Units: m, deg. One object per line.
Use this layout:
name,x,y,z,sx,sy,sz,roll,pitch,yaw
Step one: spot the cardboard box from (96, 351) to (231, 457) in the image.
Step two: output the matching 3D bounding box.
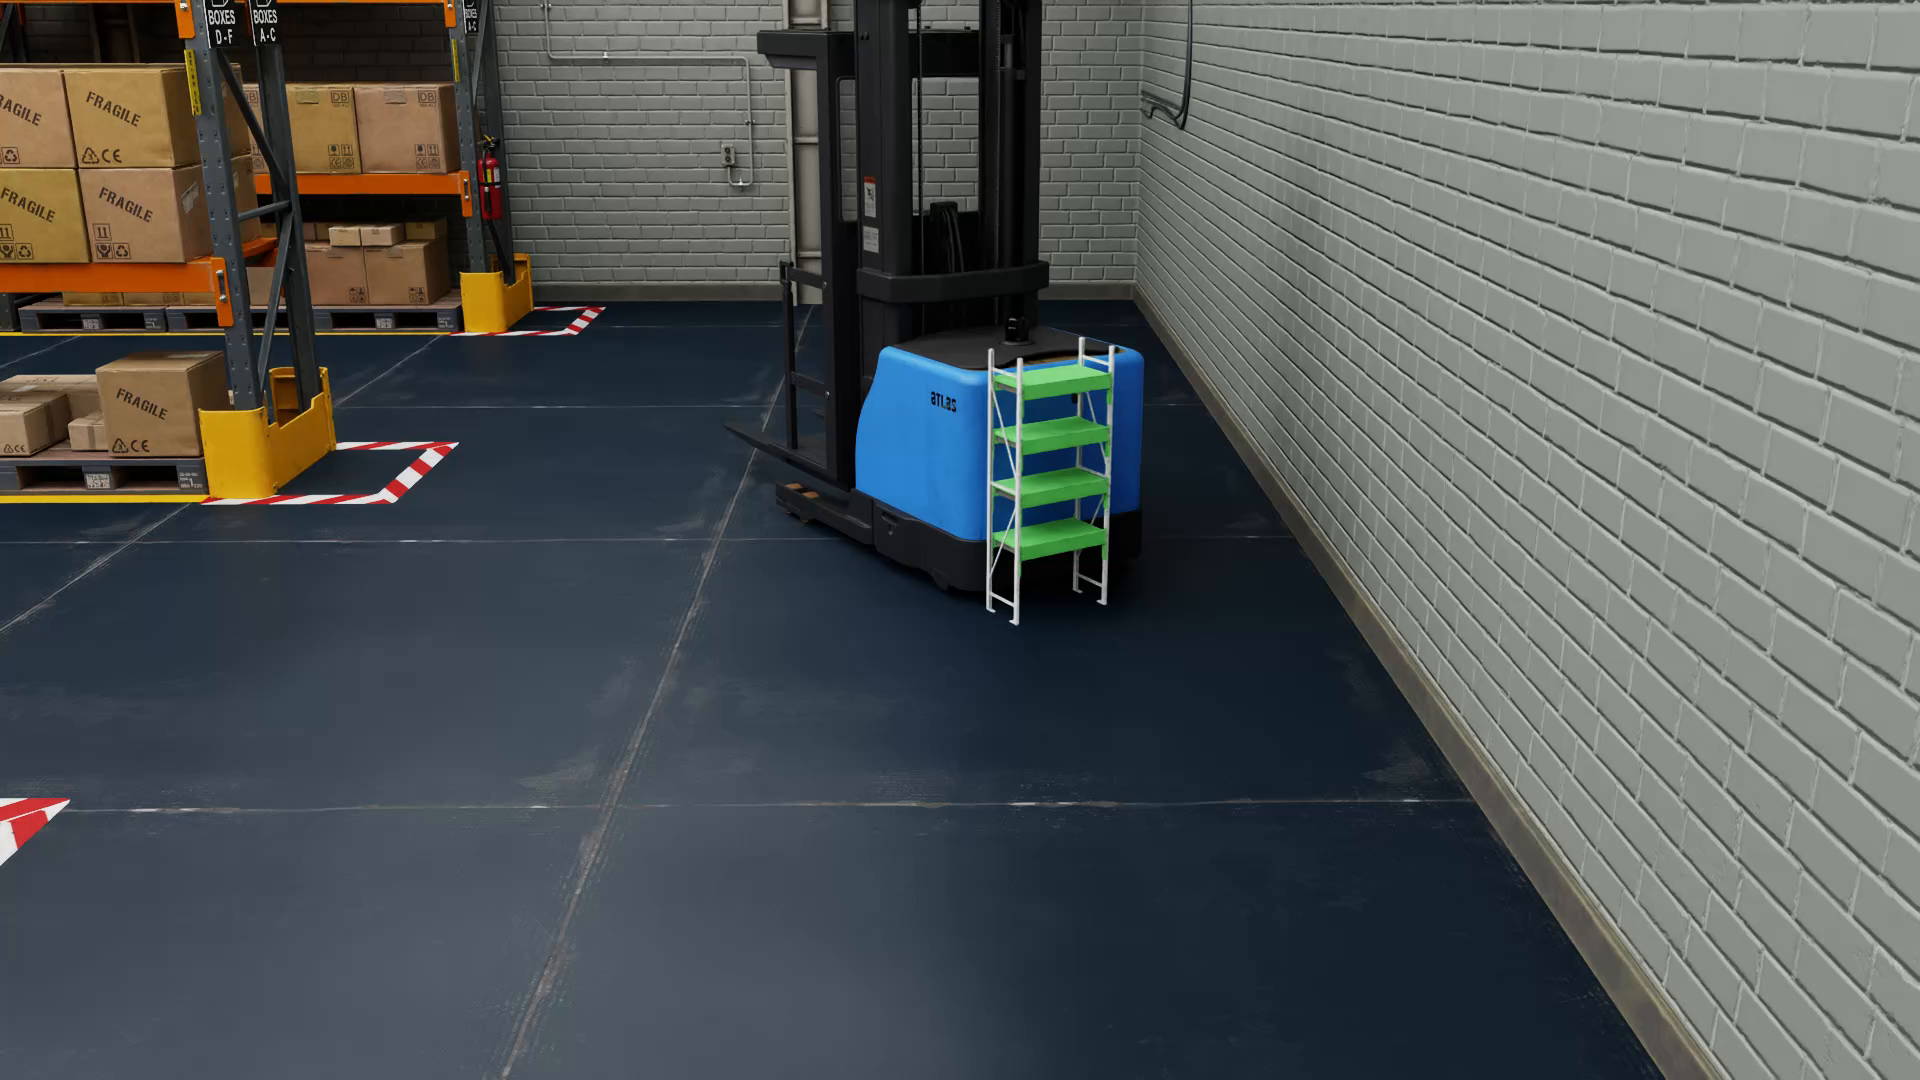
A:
cardboard box,-4.496,-0.777,9.430,0.500,0.500,0.500,0,18,-1

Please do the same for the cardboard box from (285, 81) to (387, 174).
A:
cardboard box,-5.276,-3.479,13.990,0.700,0.700,0.980,0,18,-1

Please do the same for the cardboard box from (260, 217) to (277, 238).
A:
cardboard box,-5.883,-2.688,14.359,0.250,0.149,0.380,0,18,0

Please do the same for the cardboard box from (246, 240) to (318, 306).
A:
cardboard box,-5.740,-2.319,14.271,0.500,0.500,0.700,-1,18,-3

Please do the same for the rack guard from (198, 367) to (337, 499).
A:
rack guard,-4.033,-0.645,9.739,0.348,0.500,1.175,0,18,-1

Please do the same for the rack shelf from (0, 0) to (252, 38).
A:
rack shelf,-5.956,-2.911,8.980,4.000,0.370,1.077,0,18,-1

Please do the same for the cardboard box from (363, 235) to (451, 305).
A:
cardboard box,-4.737,-2.324,14.287,0.500,0.500,0.700,0,18,-1

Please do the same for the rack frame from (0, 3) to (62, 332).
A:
rack frame,-8.038,-3.329,14.014,0.127,3.000,1.000,0,18,-1

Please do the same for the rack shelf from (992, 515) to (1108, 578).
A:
rack shelf,0.397,0.024,7.500,0.480,0.148,0.258,-11,21,-31

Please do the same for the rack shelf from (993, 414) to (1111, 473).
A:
rack shelf,0.398,-0.432,7.352,0.480,0.148,0.258,-11,21,-31

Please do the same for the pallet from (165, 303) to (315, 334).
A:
pallet,-6.054,-1.988,14.398,1.213,0.211,1.003,0,18,-1

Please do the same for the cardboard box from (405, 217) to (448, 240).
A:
cardboard box,-4.615,-2.695,14.380,0.250,0.149,0.380,0,18,0

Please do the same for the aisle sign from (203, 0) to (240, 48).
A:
aisle sign,-3.884,-2.980,8.671,0.004,0.787,0.394,0,18,-1

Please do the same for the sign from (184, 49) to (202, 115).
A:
sign,-3.968,-2.368,8.604,0.005,0.325,0.100,0,18,-1

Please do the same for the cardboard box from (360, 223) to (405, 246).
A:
cardboard box,-4.862,-2.577,14.012,0.250,0.149,0.380,0,18,-2

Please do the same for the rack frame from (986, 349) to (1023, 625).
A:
rack frame,0.193,-0.224,7.280,0.015,1.200,0.240,-11,21,-31

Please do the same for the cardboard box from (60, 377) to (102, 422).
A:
cardboard box,-5.005,-0.817,9.965,0.500,0.250,0.500,0,18,-1

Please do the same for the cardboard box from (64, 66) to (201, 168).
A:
cardboard box,-4.397,-2.273,8.922,0.500,0.500,0.500,0,18,-1

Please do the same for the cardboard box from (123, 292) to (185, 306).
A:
cardboard box,-6.786,-2.312,14.250,0.500,0.500,0.700,0,18,-1

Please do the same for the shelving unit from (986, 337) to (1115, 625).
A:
shelving unit,0.398,-0.265,7.406,0.503,1.200,0.258,-11,21,-31

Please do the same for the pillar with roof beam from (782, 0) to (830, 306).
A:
pillar with roof beam,-1.285,-5.167,9.924,0.400,9.000,9.100,0,18,-1

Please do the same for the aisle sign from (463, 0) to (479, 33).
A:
aisle sign,-3.962,-4.495,13.393,0.004,0.787,0.394,0,18,-1

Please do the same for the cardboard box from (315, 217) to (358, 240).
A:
cardboard box,-5.372,-2.691,14.368,0.250,0.149,0.380,0,18,0

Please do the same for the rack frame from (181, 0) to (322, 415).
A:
rack frame,-3.957,-1.835,9.358,0.127,3.000,1.000,0,18,-1

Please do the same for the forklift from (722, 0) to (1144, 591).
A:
forklift,-0.336,-1.556,8.599,1.130,2.935,3.031,-11,21,-31

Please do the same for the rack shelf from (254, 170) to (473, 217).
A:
rack shelf,-6.038,-2.996,14.154,4.000,0.370,1.077,0,18,-1

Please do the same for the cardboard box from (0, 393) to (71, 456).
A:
cardboard box,-5.447,-0.662,9.483,0.500,0.250,0.500,0,18,-1

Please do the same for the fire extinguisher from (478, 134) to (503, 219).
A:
fire extinguisher,-3.880,-2.994,13.706,0.183,0.674,0.296,0,18,-1

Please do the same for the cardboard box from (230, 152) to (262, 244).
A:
cardboard box,-4.404,-1.961,9.587,0.500,0.500,0.500,0,18,0

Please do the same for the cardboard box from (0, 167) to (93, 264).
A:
cardboard box,-4.919,-1.794,9.066,0.500,0.500,0.500,0,18,0

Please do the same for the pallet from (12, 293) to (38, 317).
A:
pallet,-8.808,-1.974,14.357,1.213,0.211,1.003,0,18,-1

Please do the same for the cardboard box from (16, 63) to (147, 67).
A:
cardboard box,-4.927,-2.433,9.420,0.500,0.500,0.500,0,18,0

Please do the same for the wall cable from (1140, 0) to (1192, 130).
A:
wall cable,1.622,-4.644,13.377,0.112,2.526,3.097,0,18,-1
